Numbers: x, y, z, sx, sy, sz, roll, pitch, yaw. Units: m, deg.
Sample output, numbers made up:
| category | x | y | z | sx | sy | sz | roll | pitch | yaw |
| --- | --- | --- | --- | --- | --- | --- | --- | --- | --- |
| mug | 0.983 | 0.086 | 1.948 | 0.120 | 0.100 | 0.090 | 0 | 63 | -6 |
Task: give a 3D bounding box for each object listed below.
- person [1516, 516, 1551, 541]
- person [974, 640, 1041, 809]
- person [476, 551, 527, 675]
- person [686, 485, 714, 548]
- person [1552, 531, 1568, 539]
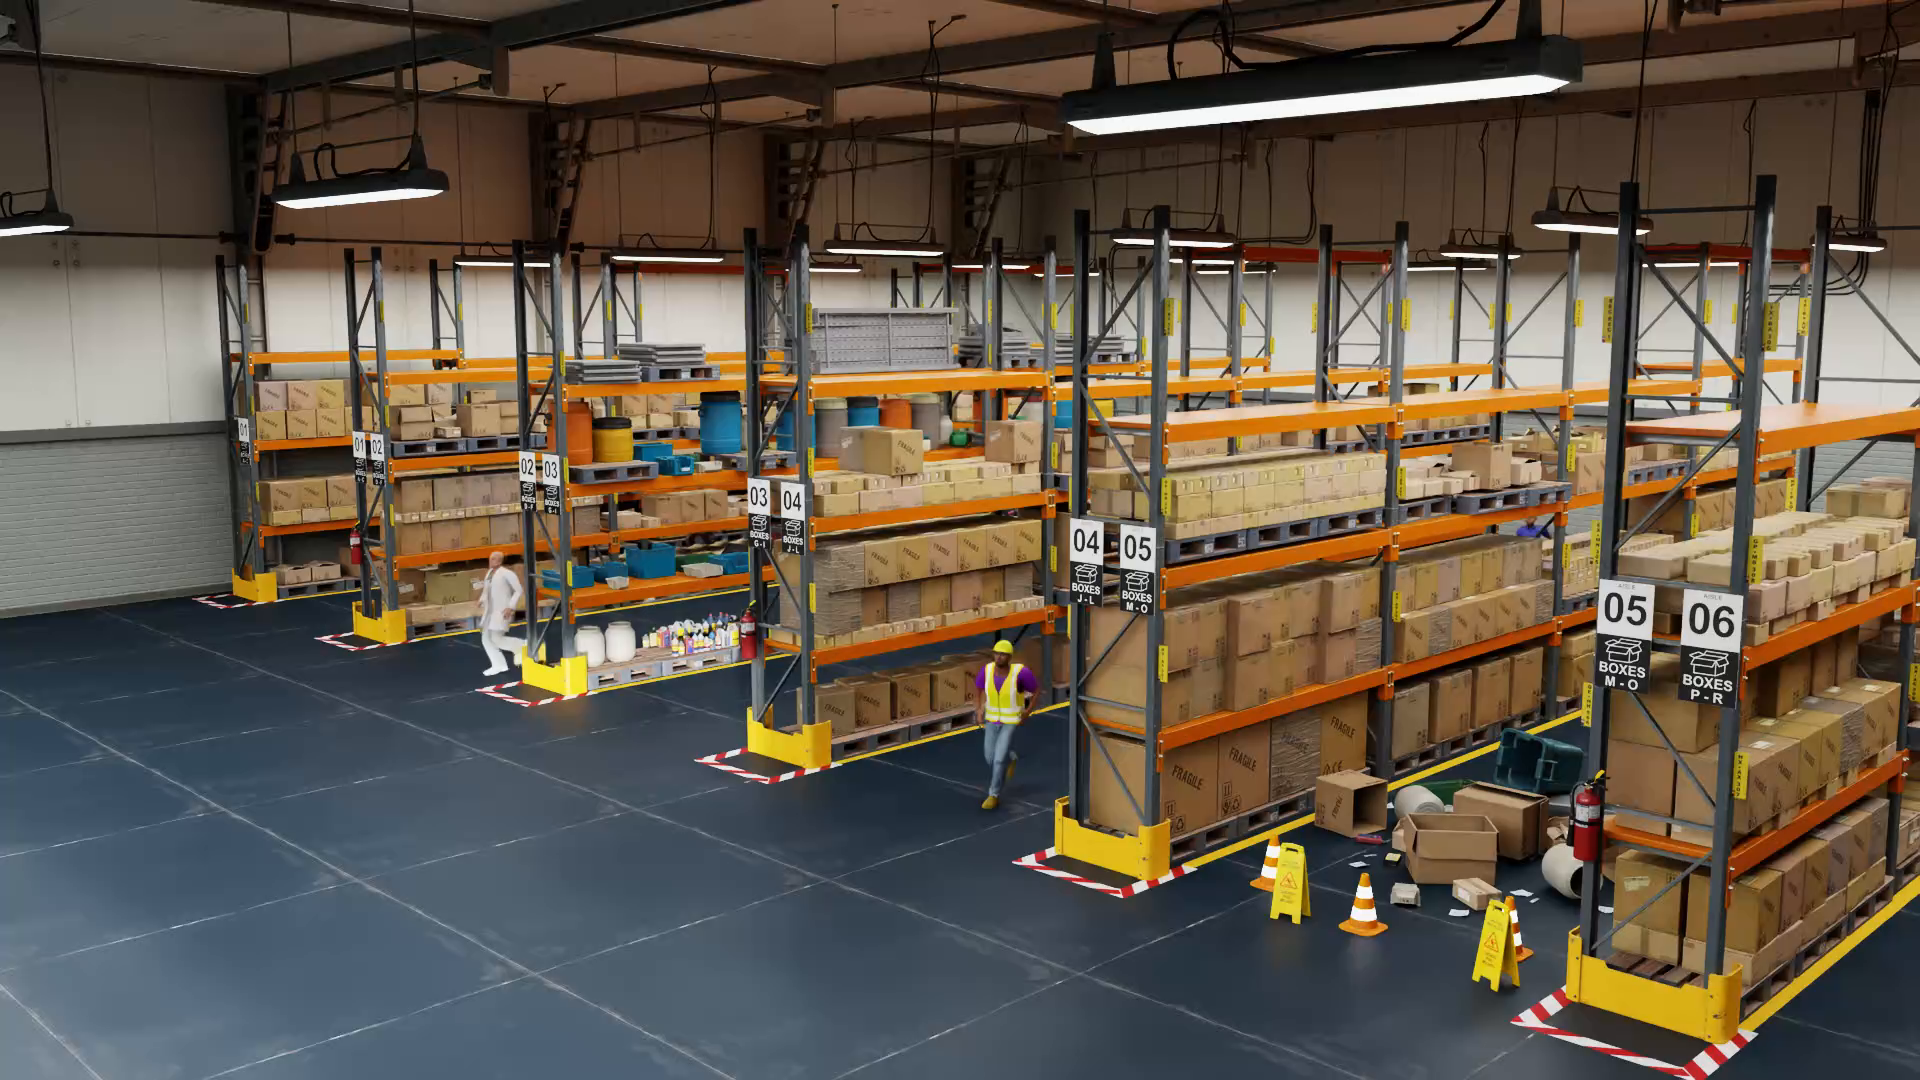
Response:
| category | x | y | z | sx | sy | sz | roll | pitch | yaw |
| --- | --- | --- | --- | --- | --- | --- | --- | --- | --- |
| person | 9.733 | 0.364 | 28.328 | 0.530 | 1.700 | 0.816 | 6 | 10 | 36 |
| person | 0.473 | 1.877 | 17.326 | 0.726 | 1.741 | 0.777 | 3 | 9 | 23 |
| person | -6.433 | 1.012 | 23.400 | 0.747 | 1.744 | 0.667 | 6 | 10 | 36 |
| person | -5.125 | -0.338 | 32.695 | 0.649 | 1.727 | 0.938 | 7 | 11 | 41 |
| person | 9.289 | 0.701 | 25.683 | 0.881 | 1.745 | 0.625 | -7 | 11 | -40 |
